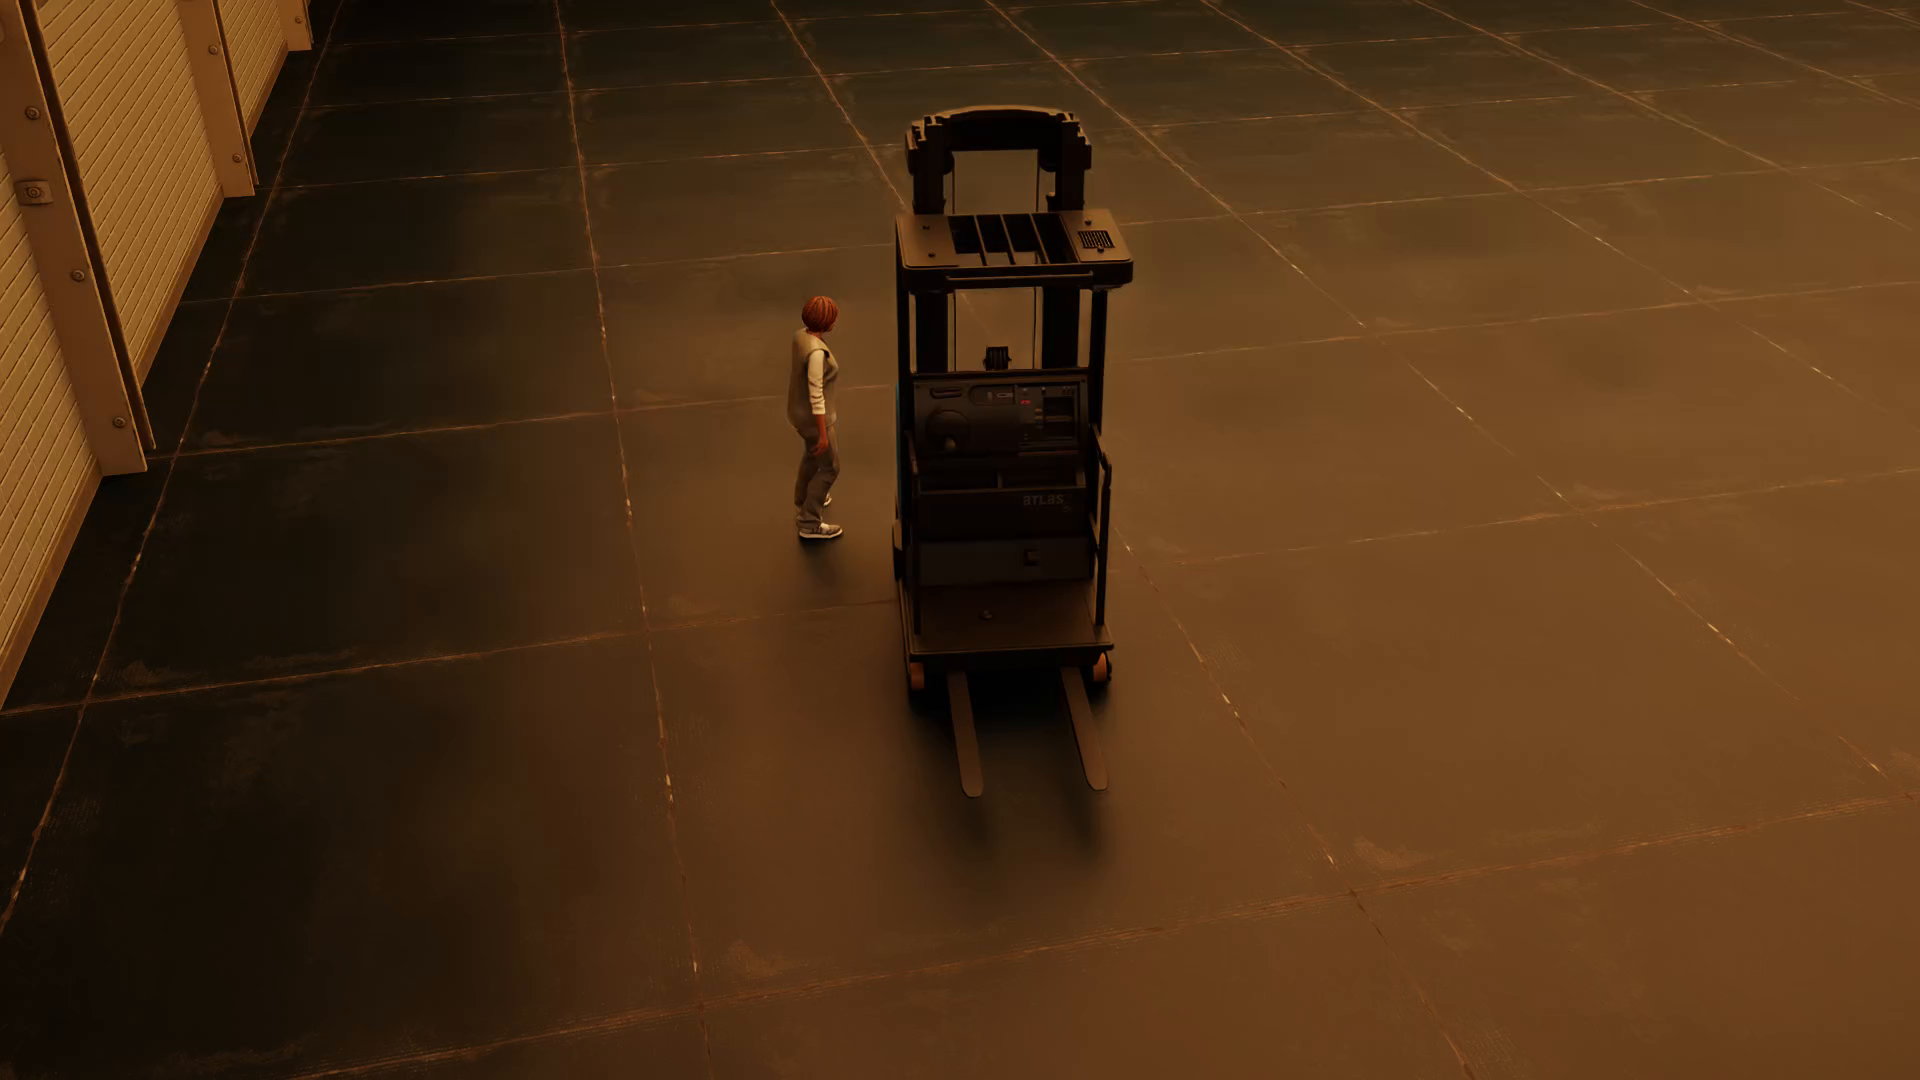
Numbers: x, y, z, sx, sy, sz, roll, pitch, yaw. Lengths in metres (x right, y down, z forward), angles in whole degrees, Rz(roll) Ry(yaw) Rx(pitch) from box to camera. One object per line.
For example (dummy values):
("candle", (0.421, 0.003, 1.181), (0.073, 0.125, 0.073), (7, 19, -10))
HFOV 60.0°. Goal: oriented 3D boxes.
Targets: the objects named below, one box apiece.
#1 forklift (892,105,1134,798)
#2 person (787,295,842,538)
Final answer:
("forklift", (0.239, -0.618, 8.641), (1.130, 2.935, 3.031), (-2, 30, -4))
("person", (-0.900, -0.763, 10.256), (0.341, 1.572, 0.678), (-11, 32, -18))
